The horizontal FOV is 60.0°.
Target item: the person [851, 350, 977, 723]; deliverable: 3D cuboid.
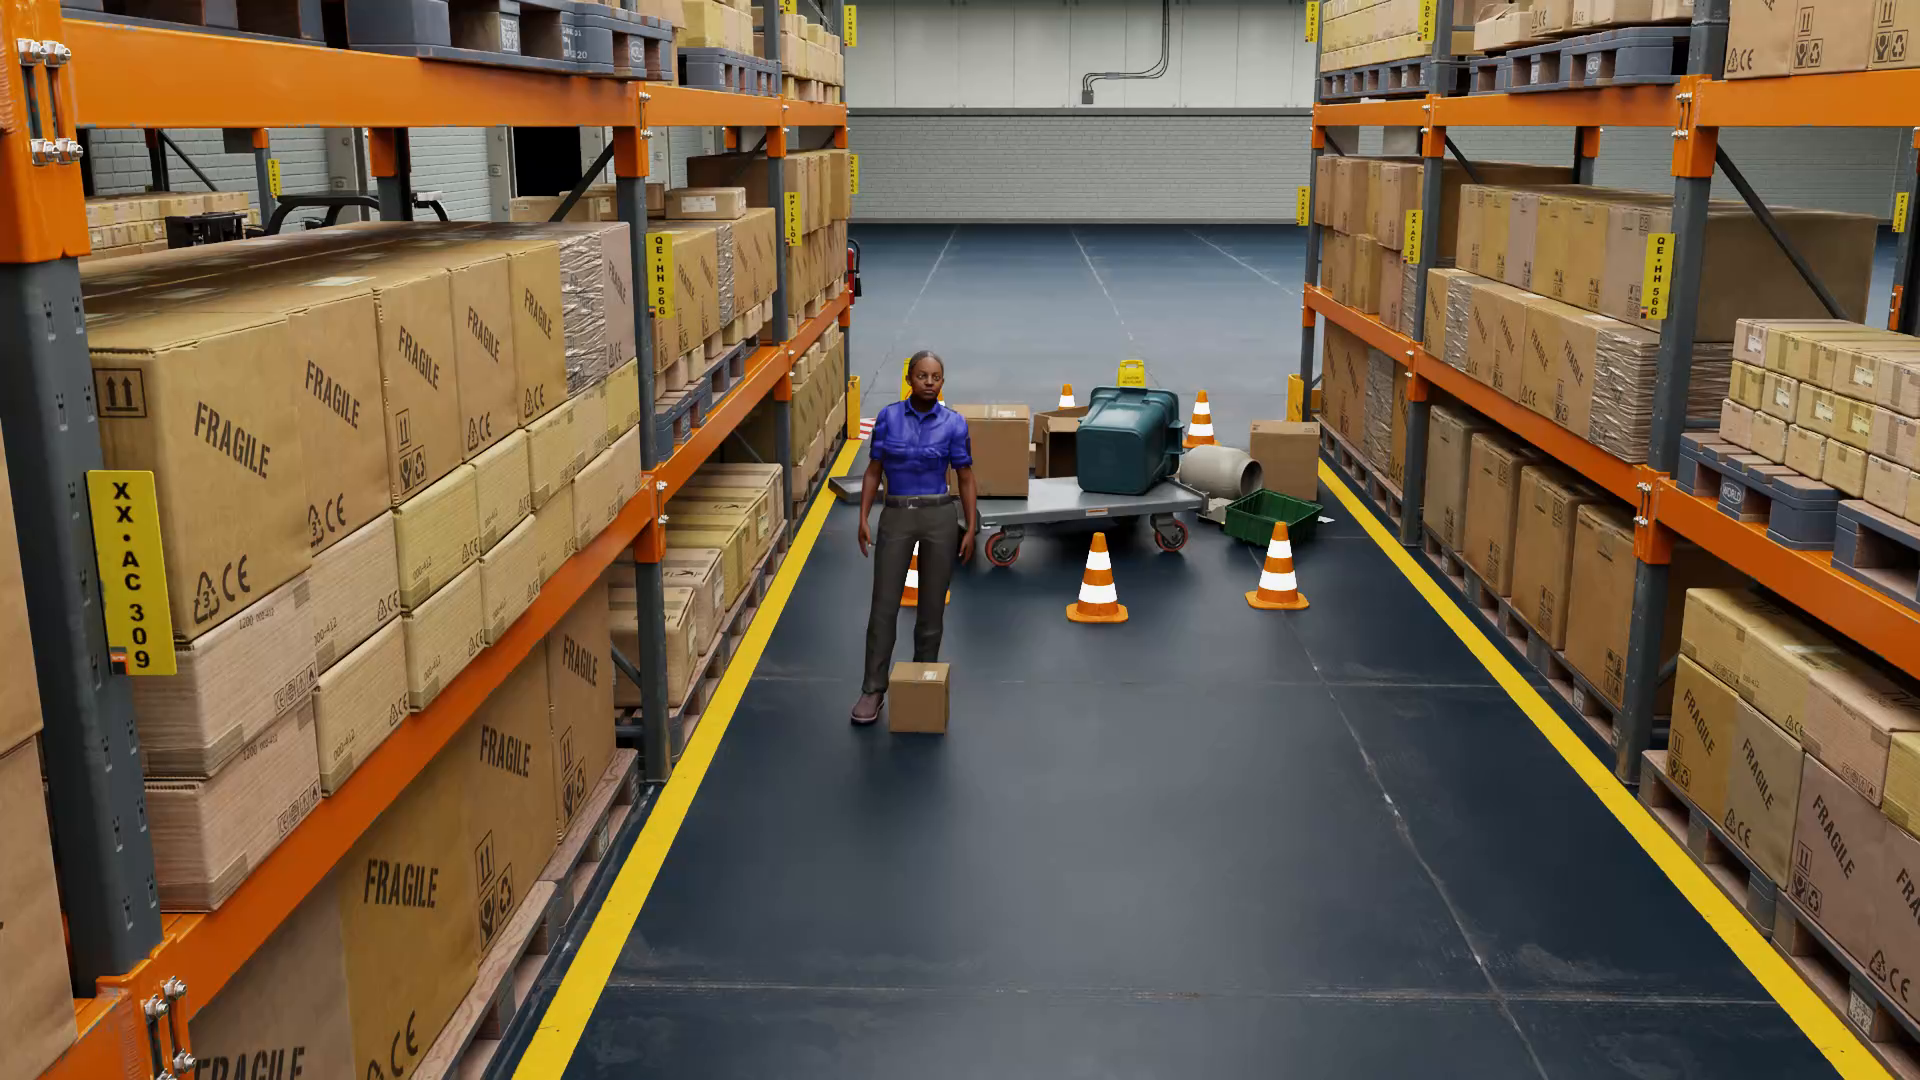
[{"bbox_3d":[-0.210,-0.022,7.563,0.568,1.655,0.503,0,14,2],"label":"person"}]
